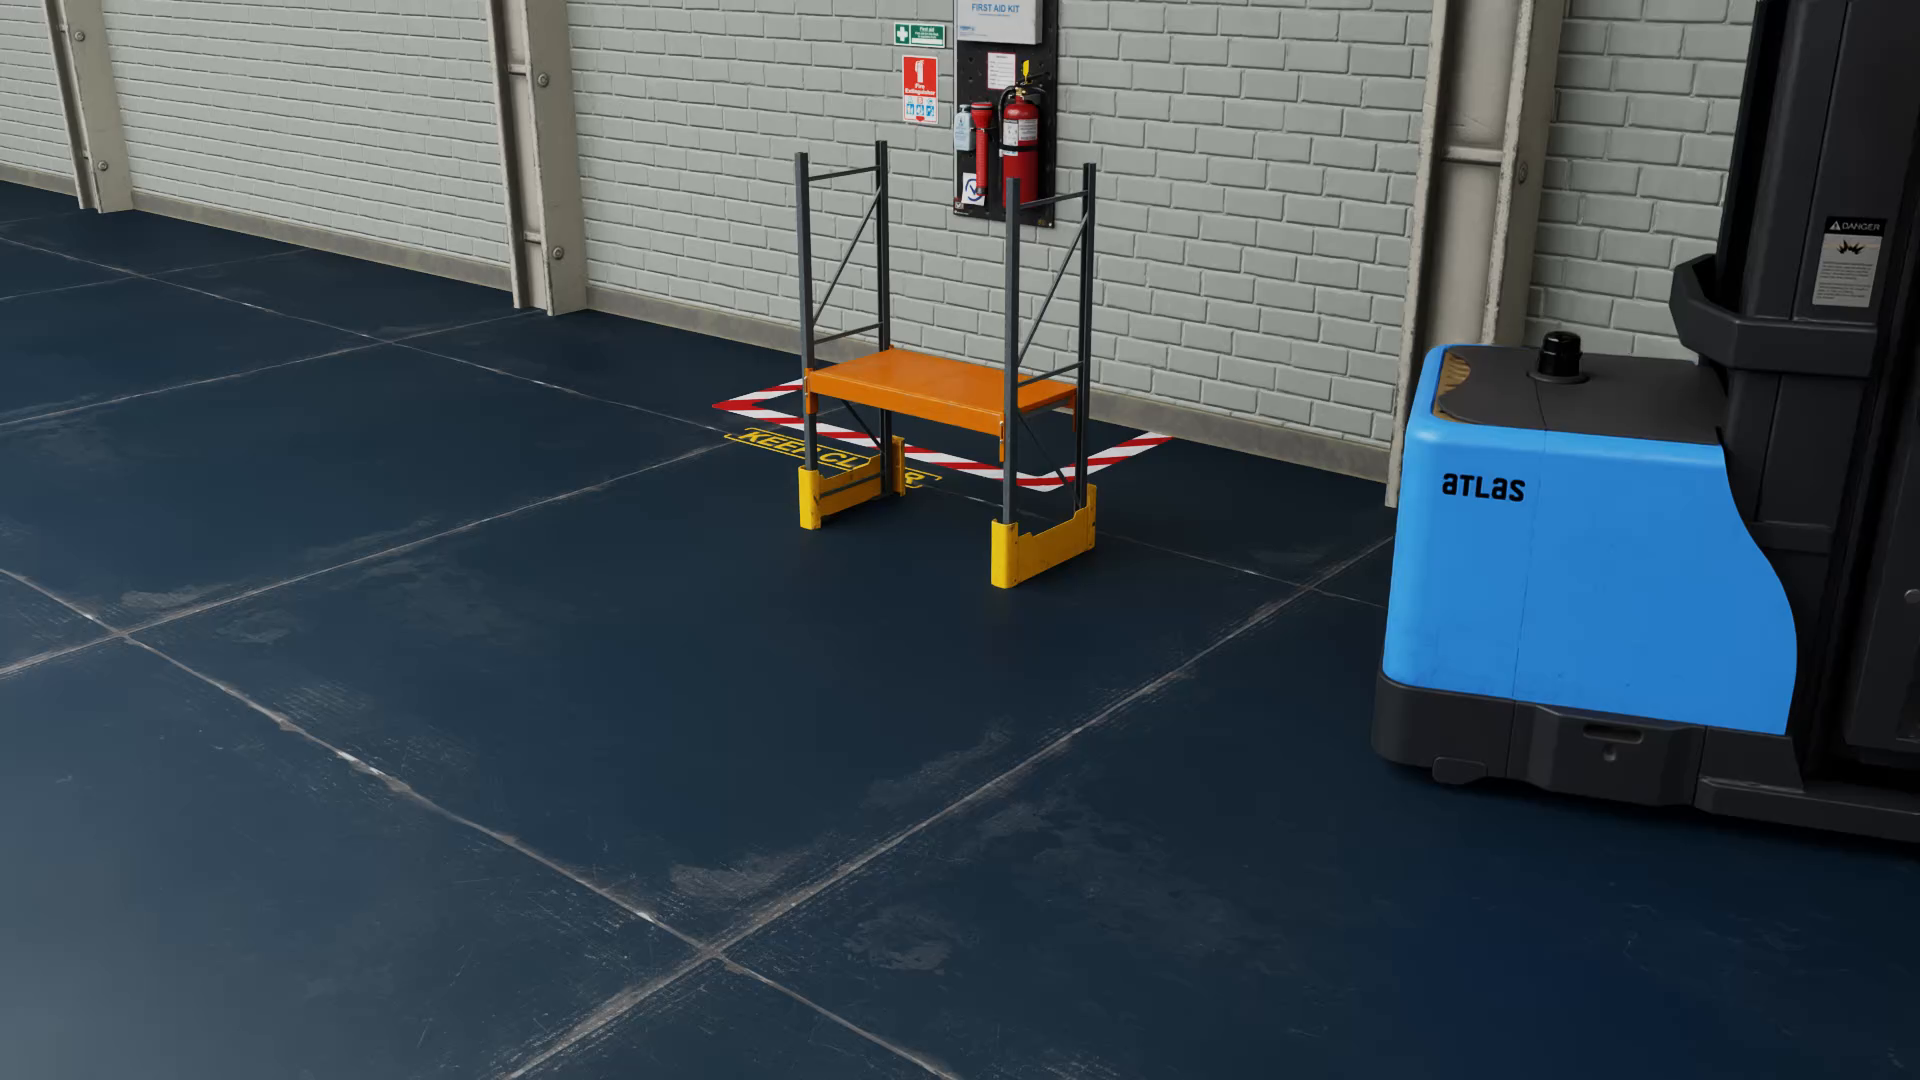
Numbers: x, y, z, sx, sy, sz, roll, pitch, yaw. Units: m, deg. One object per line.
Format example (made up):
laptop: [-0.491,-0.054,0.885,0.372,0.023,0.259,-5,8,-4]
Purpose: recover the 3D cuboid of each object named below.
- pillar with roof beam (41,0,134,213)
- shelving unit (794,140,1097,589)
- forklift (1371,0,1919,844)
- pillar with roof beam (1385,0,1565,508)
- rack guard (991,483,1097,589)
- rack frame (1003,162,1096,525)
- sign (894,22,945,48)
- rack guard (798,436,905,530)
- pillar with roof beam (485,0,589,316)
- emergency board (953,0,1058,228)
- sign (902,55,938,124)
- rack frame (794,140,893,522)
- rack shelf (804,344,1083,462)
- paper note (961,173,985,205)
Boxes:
pillar with roof beam: [-9.968,-5.856,9.443,0.400,9.000,9.100,16,26,36]
shelving unit: [-0.059,-0.719,6.449,1.083,1.500,0.587,16,26,36]
forklift: [2.777,-0.682,4.324,3.031,2.935,1.130,7,22,17]
pillar with roof beam: [-0.671,-3.179,2.344,0.400,9.000,9.100,16,26,36]
rack guard: [0.327,-0.023,6.375,0.087,0.250,0.587,16,26,36]
rack frame: [0.328,-0.607,6.153,0.032,1.500,0.500,16,26,36]
sign: [-0.205,-2.523,8.306,0.331,0.109,0.001,16,26,36]
rack guard: [-0.445,-0.245,6.964,0.087,0.250,0.587,16,26,36]
pillar with roof beam: [-5.319,-4.517,5.894,0.400,9.000,9.100,16,26,36]
emergency board: [0.161,-2.110,8.013,0.643,1.169,0.194,16,26,36]
sign: [-0.203,-2.278,8.408,0.234,0.329,0.001,16,26,36]
rack frame: [-0.460,-0.834,6.755,0.032,1.500,0.500,16,26,36]
rack shelf: [-0.066,-0.552,6.517,1.000,0.185,0.538,16,26,36]
paper note: [0.067,-1.756,8.323,0.142,0.148,0.016,16,26,36]
